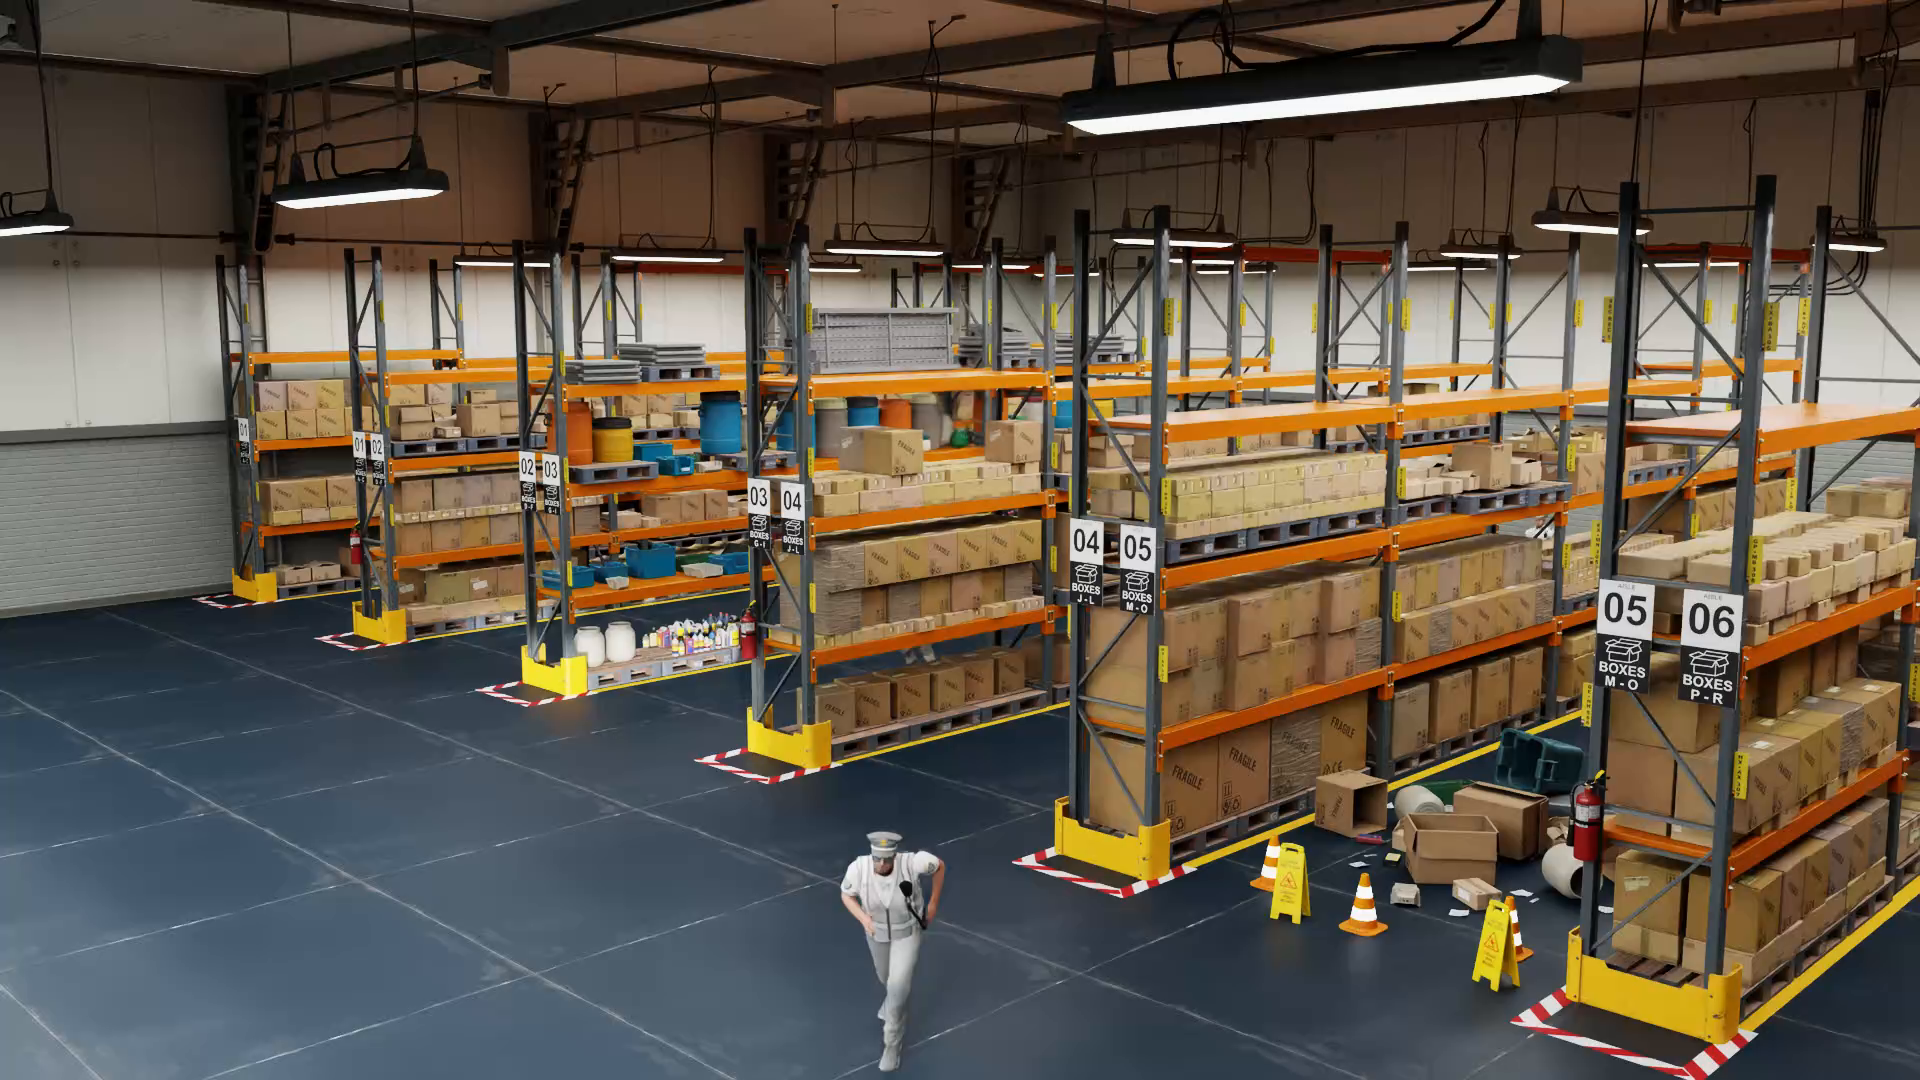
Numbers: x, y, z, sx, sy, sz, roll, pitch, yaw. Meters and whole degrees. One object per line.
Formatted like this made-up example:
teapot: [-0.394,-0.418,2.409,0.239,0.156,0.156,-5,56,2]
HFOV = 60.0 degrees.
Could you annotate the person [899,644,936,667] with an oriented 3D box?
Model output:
person: [-0.646,1.067,22.772,0.642,1.702,0.876,7,11,40]

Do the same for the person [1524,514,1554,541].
person: [9.850,0.345,28.317,0.625,1.680,0.764,5,10,32]

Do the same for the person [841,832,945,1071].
person: [-0.453,2.753,11.599,0.708,1.721,1.019,1,8,5]
